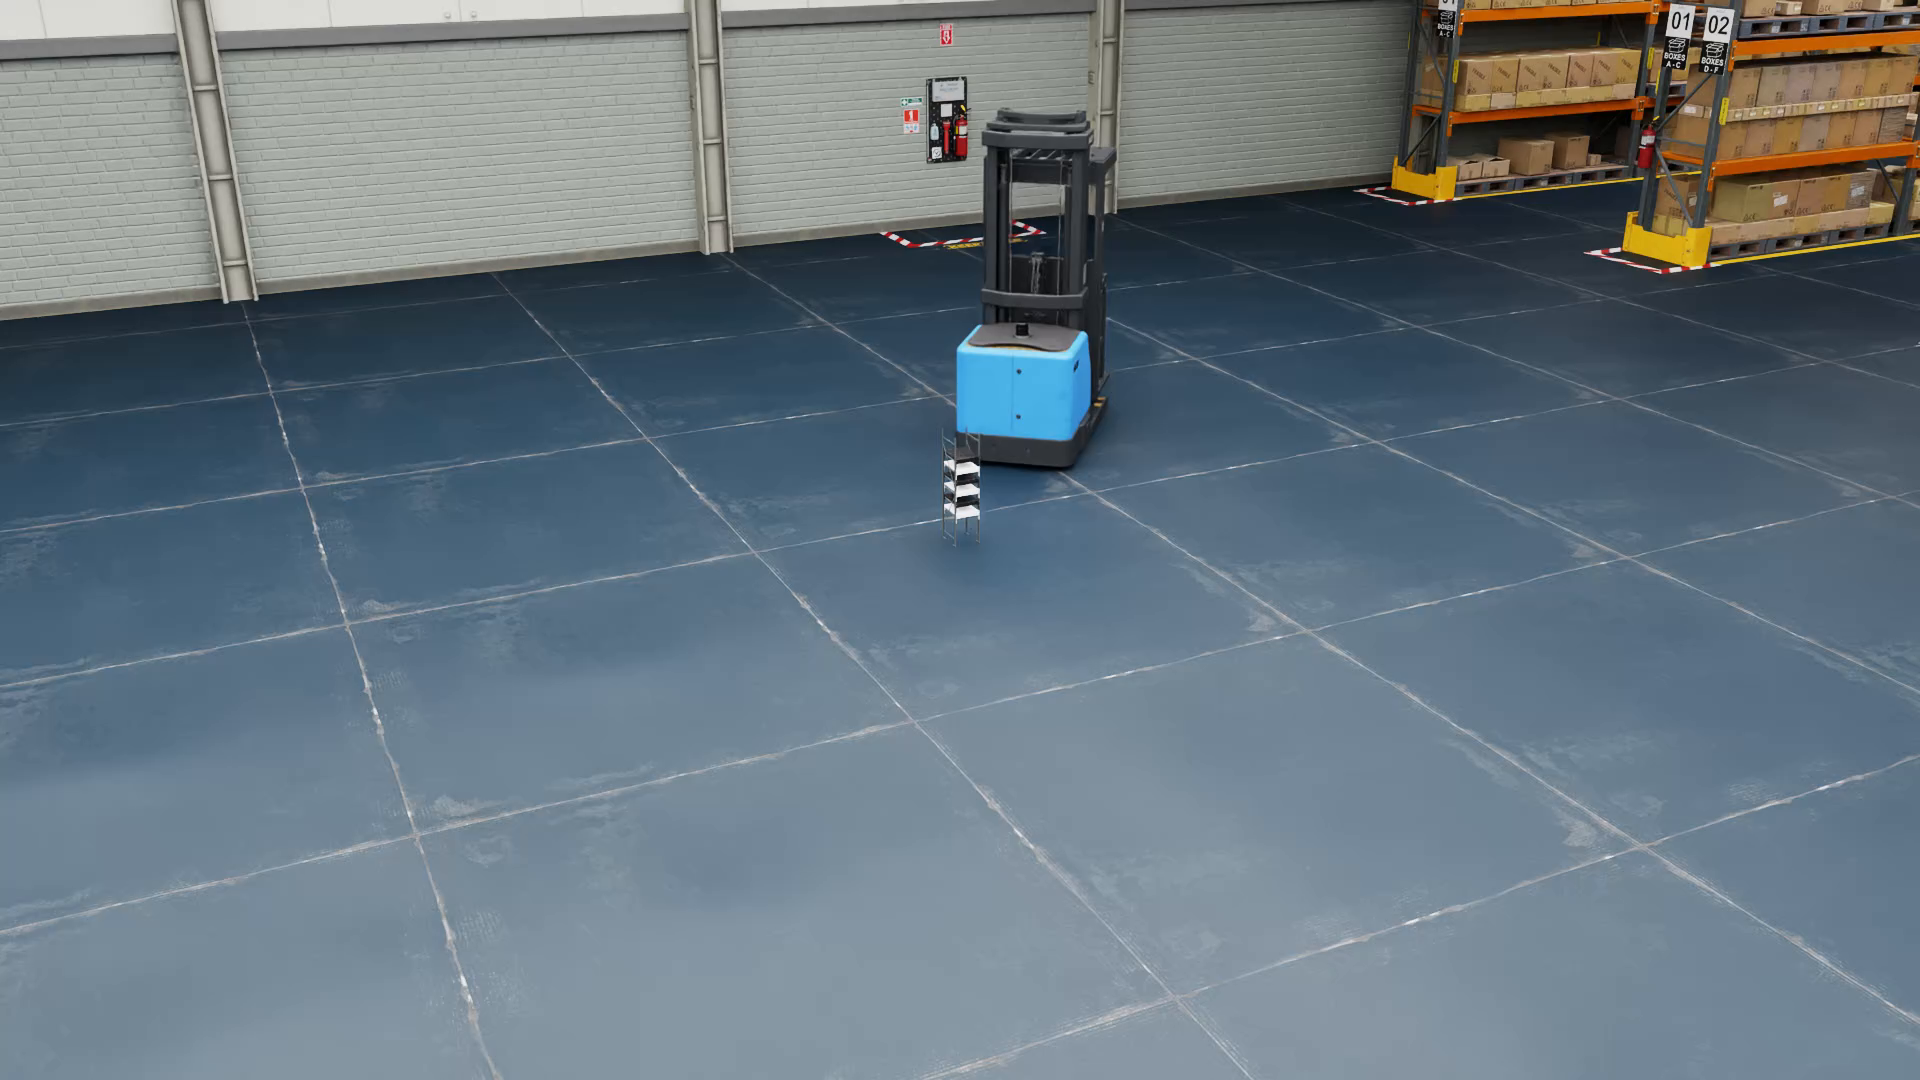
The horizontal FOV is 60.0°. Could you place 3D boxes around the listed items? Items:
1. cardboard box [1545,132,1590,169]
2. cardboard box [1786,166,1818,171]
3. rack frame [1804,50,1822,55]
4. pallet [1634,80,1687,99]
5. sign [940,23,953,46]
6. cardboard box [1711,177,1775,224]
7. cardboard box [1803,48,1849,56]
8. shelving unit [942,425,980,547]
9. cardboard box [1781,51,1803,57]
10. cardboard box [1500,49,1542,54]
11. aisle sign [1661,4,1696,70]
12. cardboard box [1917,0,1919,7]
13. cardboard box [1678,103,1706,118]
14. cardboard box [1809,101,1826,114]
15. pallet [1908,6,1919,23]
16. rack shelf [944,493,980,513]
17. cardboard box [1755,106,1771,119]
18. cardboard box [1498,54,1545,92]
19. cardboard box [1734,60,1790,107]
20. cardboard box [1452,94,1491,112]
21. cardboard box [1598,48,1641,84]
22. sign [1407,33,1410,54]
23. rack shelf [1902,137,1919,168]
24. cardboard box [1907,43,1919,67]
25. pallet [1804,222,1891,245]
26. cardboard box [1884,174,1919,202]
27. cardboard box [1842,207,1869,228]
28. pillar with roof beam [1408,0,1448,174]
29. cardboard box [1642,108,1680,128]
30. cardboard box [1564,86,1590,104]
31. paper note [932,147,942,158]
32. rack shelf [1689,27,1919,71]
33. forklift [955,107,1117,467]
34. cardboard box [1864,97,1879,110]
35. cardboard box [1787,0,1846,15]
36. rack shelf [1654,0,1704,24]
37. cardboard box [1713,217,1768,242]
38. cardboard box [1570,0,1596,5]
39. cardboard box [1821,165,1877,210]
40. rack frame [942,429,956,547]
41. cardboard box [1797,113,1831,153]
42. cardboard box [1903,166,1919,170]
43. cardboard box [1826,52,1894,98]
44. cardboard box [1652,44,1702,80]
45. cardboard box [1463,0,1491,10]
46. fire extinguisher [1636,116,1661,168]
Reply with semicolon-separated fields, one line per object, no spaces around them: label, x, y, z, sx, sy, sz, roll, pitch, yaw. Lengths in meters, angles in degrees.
cardboard box;9.943;-6.400;27.306;0.500;0.500;0.500;-12;26;-28
cardboard box;11.558;-4.966;23.215;0.500;0.500;0.500;-10;25;-24
rack frame;14.465;-8.201;28.964;0.127;3.000;1.000;-10;25;-24
pallet;11.612;-7.526;27.583;1.213;0.211;1.003;-10;25;-24
sign;-0.188;-7.001;23.032;0.199;0.298;0.001;-10;25;-24
cardboard box;10.438;-4.534;22.169;0.500;0.500;0.500;-10;25;-24
cardboard box;15.014;-8.387;28.866;0.500;0.500;0.500;-10;24;-22
shelving unit;0.007;-0.417;12.904;0.210;0.900;0.258;-10;25;-24
cardboard box;14.046;-8.369;28.664;0.500;0.500;0.700;-14;26;-30
cardboard box;8.965;-7.563;26.612;0.500;0.500;0.500;-10;25;-23
aisle sign;9.222;-6.459;21.357;0.004;0.787;0.394;-10;25;-24
cardboard box;13.572;-7.441;22.852;0.500;0.250;0.500;-8;24;-18
cardboard box;9.670;-5.643;21.804;0.250;0.149;0.380;-11;25;-25
cardboard box;11.241;-5.759;22.086;0.250;0.149;0.380;-10;25;-23
pallet;13.802;-7.280;23.066;1.217;0.209;0.805;-12;25;-26
rack shelf;0.007;-0.303;12.951;0.200;0.077;0.258;-10;25;-24
cardboard box;10.317;-5.590;21.677;0.250;0.149;0.380;-10;25;-23
cardboard box;8.735;-7.299;25.972;0.500;0.500;0.500;-11;25;-25
cardboard box;10.354;-5.984;21.781;0.500;0.500;0.700;-11;25;-25
cardboard box;7.834;-6.786;25.714;0.500;0.250;0.500;-11;25;-25
cardboard box;10.569;-7.639;26.796;0.500;0.500;0.500;-10;25;-24
sign;7.034;-7.750;25.947;0.005;0.325;0.100;-10;25;-24
rack shelf;14.815;-5.831;24.178;4.000;0.370;1.077;-10;25;-24
cardboard box;16.851;-8.726;29.685;0.500;0.500;0.500;-10;25;-24
pallet;12.278;-4.426;23.488;1.213;0.211;1.003;-10;25;-24
cardboard box;13.493;-4.997;23.535;0.500;0.311;0.500;-10;25;-23
cardboard box;12.235;-4.523;23.124;0.500;0.250;0.500;-10;25;-24
pillar with roof beam;9.379;-8.577;22.027;0.400;9.000;9.100;-10;25;-24
cardboard box;11.912;-7.135;28.100;0.500;0.250;0.500;-11;25;-25
cardboard box;9.666;-7.126;26.537;0.500;0.250;0.500;-11;25;-24
paper note;-0.327;-5.484;23.551;0.142;0.148;0.016;-10;25;-24
rack shelf;11.210;-6.553;22.001;4.000;0.370;1.077;-10;25;-24
forklift;0.807;-2.521;15.331;1.130;2.935;3.031;5;23;13
cardboard box;12.166;-5.930;22.497;0.250;0.149;0.380;-10;25;-24
cardboard box;11.023;-7.040;21.374;0.500;0.500;0.500;-10;25;-24
rack shelf;12.663;-8.923;27.727;4.000;0.370;1.077;-10;25;-24
cardboard box;10.437;-4.188;22.314;0.500;0.250;0.500;-10;25;-24
cardboard box;9.569;-8.626;25.911;0.500;0.500;0.500;-11;25;-26
cardboard box;12.234;-4.870;22.982;0.500;0.500;0.500;-10;25;-24
rack frame;-0.084;-0.400;12.863;0.006;0.900;0.240;-10;25;-24
cardboard box;11.228;-5.545;22.416;0.500;0.500;0.700;-10;24;-22
cardboard box;14.170;-5.350;24.390;0.500;0.311;0.500;-11;25;-24
cardboard box;12.161;-6.317;22.585;0.500;0.500;0.700;-10;25;-24
cardboard box;11.841;-7.950;27.651;0.500;0.500;0.700;-8;24;-18
cardboard box;7.666;-8.285;25.088;0.500;0.500;0.500;-10;24;-22
fire extinguisher;9.100;-5.273;21.990;0.183;0.674;0.296;-10;25;-24
